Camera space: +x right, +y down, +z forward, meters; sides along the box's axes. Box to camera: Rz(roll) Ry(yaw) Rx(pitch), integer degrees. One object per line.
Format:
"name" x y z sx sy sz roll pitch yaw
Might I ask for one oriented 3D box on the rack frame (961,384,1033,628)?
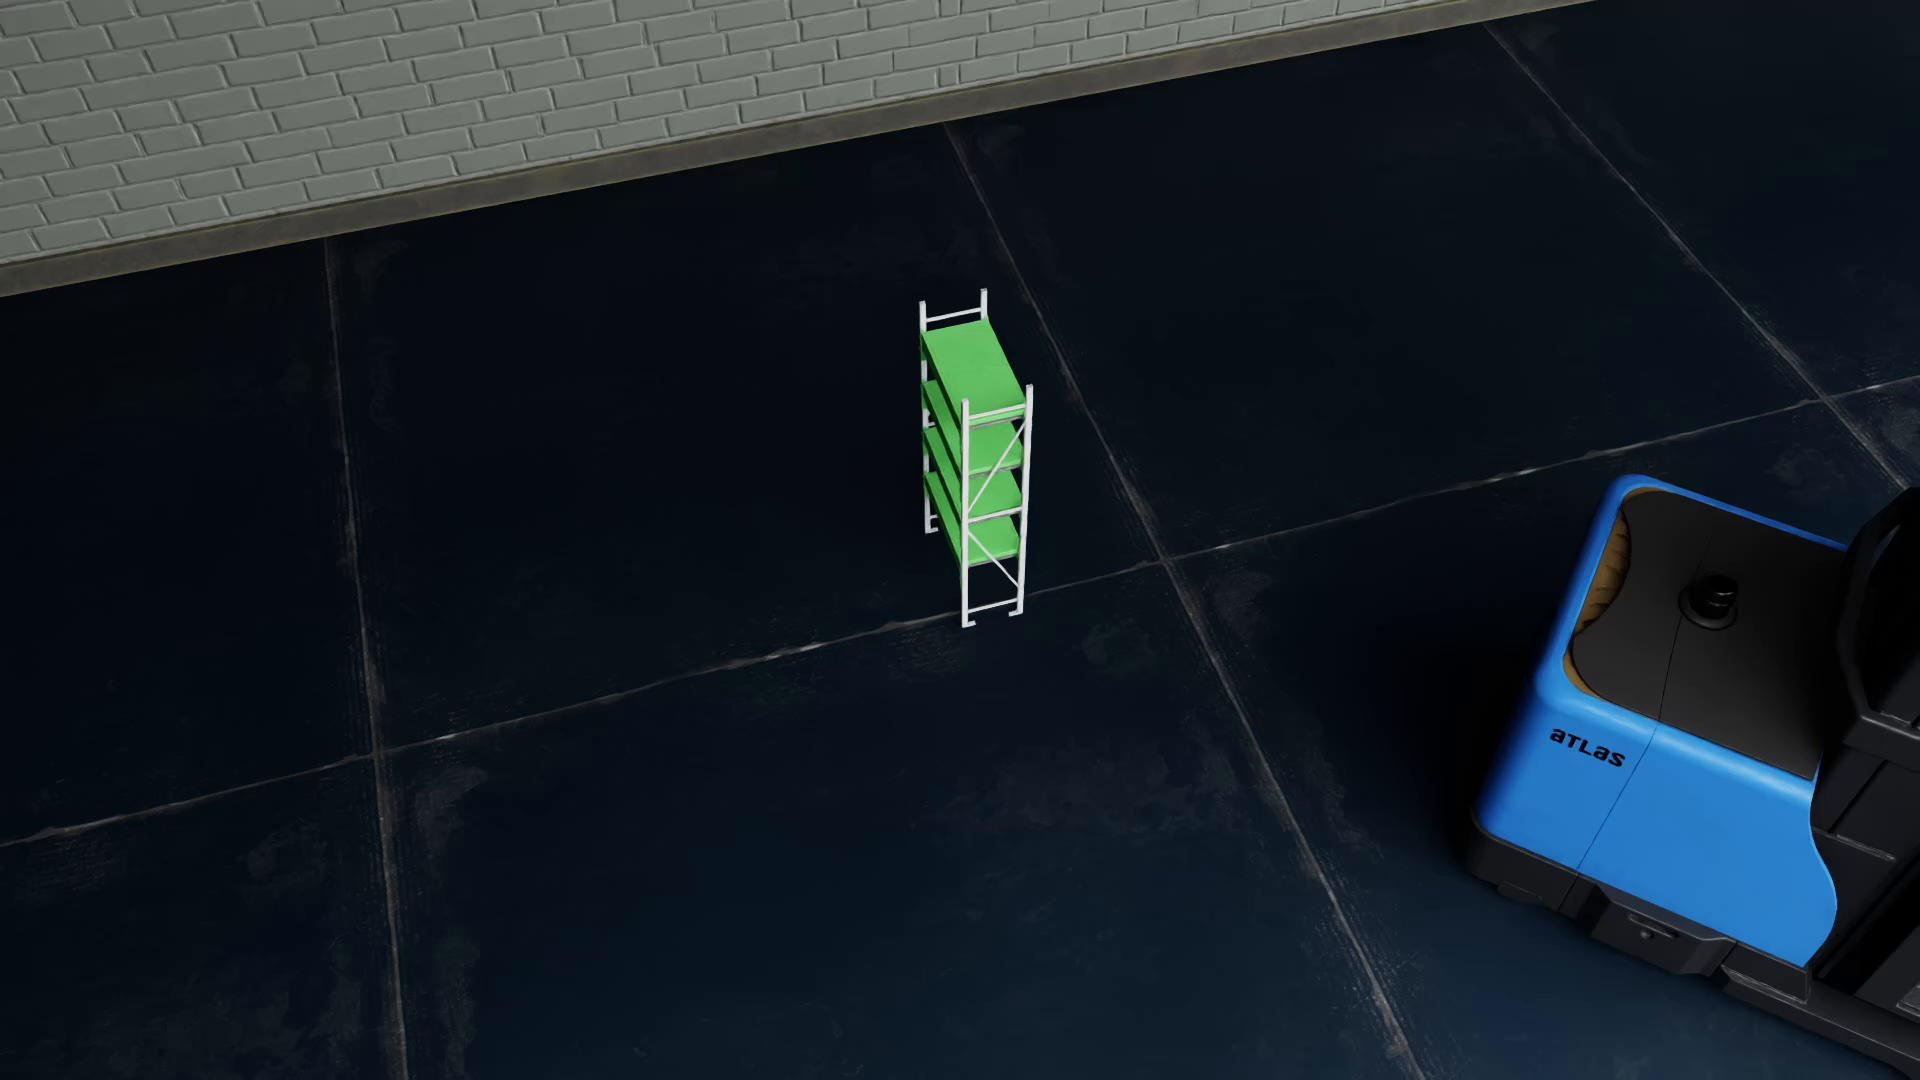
"rack frame" 0.121 -0.088 5.829 0.240 1.200 0.015 -13 51 -11

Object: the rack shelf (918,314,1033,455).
"rack shelf" 0.049 -0.534 5.661 0.258 0.148 0.480 -13 51 -11

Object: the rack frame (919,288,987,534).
"rack frame" -0.023 -0.444 6.129 0.240 1.200 0.015 -13 51 -11

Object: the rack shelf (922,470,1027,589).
"rack shelf" 0.049 -0.070 6.211 0.258 0.148 0.480 -13 51 -11

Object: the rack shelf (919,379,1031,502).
"rack shelf" 0.049 -0.379 5.844 0.258 0.148 0.480 -13 51 -11

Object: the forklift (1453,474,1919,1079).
"forklift" 3.196 0.372 4.309 3.031 2.935 1.130 22 53 18

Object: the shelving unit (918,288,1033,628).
"shelving unit" 0.049 -0.266 5.979 0.258 1.200 0.503 -13 51 -11

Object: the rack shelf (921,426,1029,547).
"rack shelf" 0.049 -0.225 6.028 0.258 0.148 0.480 -13 51 -11
